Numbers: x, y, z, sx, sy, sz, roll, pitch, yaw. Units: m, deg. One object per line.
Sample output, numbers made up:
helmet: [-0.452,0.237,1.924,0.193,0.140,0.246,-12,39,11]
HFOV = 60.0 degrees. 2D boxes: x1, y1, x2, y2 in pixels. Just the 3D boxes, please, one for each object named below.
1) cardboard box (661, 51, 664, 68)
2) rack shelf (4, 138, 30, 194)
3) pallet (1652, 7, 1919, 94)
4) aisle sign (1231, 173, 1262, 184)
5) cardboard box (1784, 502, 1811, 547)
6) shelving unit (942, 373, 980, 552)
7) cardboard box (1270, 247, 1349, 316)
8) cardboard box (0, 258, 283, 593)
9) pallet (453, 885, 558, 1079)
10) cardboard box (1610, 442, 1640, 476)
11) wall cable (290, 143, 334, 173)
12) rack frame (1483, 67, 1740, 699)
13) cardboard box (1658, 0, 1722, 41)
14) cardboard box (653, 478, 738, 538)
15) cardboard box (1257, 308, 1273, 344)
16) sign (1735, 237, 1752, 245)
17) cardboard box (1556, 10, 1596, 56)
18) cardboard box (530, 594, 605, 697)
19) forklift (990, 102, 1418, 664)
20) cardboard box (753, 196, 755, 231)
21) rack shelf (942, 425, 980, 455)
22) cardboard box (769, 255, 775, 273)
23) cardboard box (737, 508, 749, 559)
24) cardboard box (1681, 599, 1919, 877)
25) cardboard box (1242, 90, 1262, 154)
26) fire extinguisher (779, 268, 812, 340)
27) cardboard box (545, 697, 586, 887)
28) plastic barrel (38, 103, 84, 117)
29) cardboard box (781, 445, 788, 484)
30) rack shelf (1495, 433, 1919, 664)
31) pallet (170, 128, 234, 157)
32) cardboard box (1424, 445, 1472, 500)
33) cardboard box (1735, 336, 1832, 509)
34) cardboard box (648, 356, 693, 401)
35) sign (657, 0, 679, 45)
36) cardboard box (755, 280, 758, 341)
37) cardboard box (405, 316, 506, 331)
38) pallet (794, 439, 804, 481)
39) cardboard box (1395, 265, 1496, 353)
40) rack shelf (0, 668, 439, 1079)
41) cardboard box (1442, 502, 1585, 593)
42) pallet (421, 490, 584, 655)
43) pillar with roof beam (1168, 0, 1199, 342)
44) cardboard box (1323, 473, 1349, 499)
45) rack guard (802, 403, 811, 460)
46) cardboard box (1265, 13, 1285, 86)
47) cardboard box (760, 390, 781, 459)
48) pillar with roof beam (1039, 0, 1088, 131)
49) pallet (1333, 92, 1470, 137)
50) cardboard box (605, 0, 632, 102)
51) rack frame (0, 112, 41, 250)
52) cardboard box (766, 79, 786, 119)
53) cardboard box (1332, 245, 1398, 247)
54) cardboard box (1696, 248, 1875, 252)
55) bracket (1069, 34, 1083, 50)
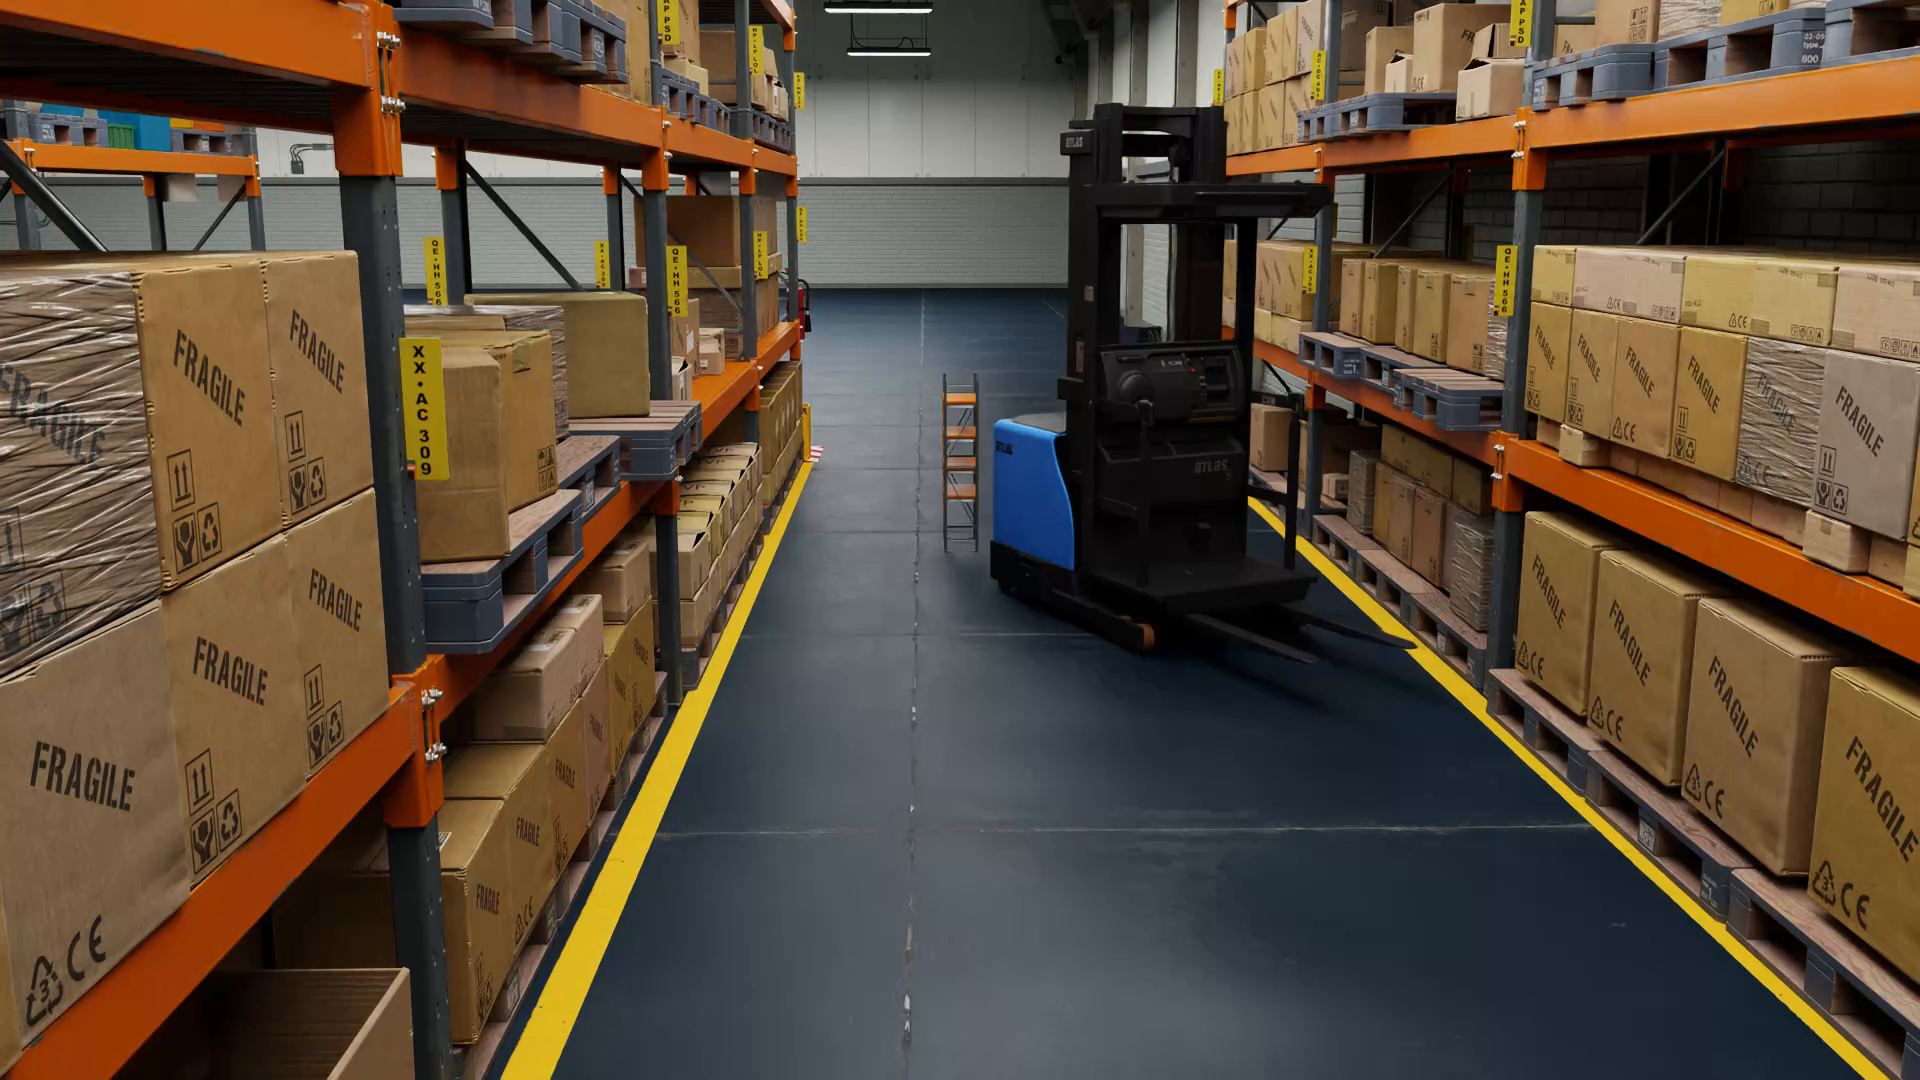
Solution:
cardboard box: [-1.961,-2.683,9.518,0.500,0.250,0.500,-1,12,-6]
rack shelf: [-6.851,-2.162,9.435,1.077,0.370,4.000,0,11,-1]
pallet: [3.188,-1.715,5.898,1.003,0.211,1.213,0,11,1]
aisle sign: [2.629,-3.565,15.547,0.394,0.787,0.004,0,11,-1]
cardboard box: [2.896,-0.048,5.332,0.380,0.149,0.250,0,11,-1]
shelving unit: [0.003,-0.555,11.778,0.258,1.200,0.503,0,11,-1]
cardboard box: [2.678,-1.978,12.706,0.500,0.500,0.500,0,11,-1]
cardboard box: [-1.492,-0.209,2.778,0.500,0.500,0.500,0,11,-2]
pallet: [-1.829,1.334,4.953,1.003,0.211,1.213,0,11,-1]
cardboard box: [2.917,-0.355,6.845,0.380,0.149,0.250,0,11,-2]
wall cable: [-17.551,-13.210,45.985,2.305,6.003,0.169,0,11,-1]
rack frame: [3.096,-0.687,7.903,1.000,3.000,0.127,0,11,-1]
cardboard box: [3.227,-2.221,6.559,0.700,0.500,0.500,-1,12,-4]
cardboard box: [-1.613,-0.213,10.012,0.500,0.311,0.500,0,11,-2]
cardboard box: [2.672,-1.711,13.274,0.500,0.250,0.500,0,11,-1]
sign: [3.651,-1.258,7.802,0.100,0.325,0.005,0,11,-1]
cardboard box: [3.311,-2.360,8.303,0.500,0.500,0.500,0,11,-1]
cardboard box: [-1.572,0.375,5.960,0.500,0.250,0.500,0,11,-2]
forklift: [1.308,-0.922,9.234,1.130,2.935,3.031,-6,13,-26]
cardboard box: [-1.976,-2.434,12.999,0.700,0.500,0.500,0,11,-1]
rack shelf: [0.003,-0.708,11.747,0.258,0.148,0.480,0,11,-1]
cardboard box: [-1.809,-2.395,14.439,0.380,0.149,0.250,0,11,0]
cardboard box: [-1.621,-0.036,10.552,0.500,0.250,0.500,0,11,0]
cardboard box: [3.014,0.650,5.660,0.750,0.750,0.750,0,11,1]
cardboard box: [2.678,-3.529,14.063,0.500,0.500,0.500,0,11,1]
fire extinguisher: [-1.560,-2.244,15.770,0.296,0.674,0.183,0,11,-1]
cardboard box: [-1.566,0.836,5.575,0.500,0.500,0.500,0,11,0]
plastic barrel: [-6.805,-3.562,12.209,0.600,0.901,0.708,0,11,-1]
cardboard box: [-1.656,-0.612,13.390,0.500,0.250,0.500,0,11,-1]
rack shelf: [3.137,0.063,6.014,1.077,0.370,4.000,0,11,-1]
pallet: [-7.055,-3.450,14.449,1.003,0.211,1.213,0,11,-1]
cardboard box: [3.064,-0.404,9.801,0.500,0.250,0.500,0,11,-1]
cardboard box: [2.895,-0.389,5.381,0.500,0.500,0.500,0,11,-1]
cardboard box: [-1.682,-0.801,8.688,0.500,0.311,0.500,0,11,-2]
sign: [-1.314,-2.391,7.458,0.100,0.325,0.005,0,11,-1]
cardboard box: [-1.979,-1.803,13.151,0.700,0.500,0.500,0,11,0]
cardboard box: [-1.872,-0.477,5.557,0.700,0.500,0.500,-3,12,-16]
pallet: [-1.964,-0.738,15.166,1.003,0.211,1.213,0,11,-1]
cardboard box: [3.039,-1.404,10.077,0.700,0.500,0.500,1,12,7]
rack shelf: [-1.733,0.879,1.991,1.077,0.370,4.000,0,11,-1]
cardboard box: [3.134,0.076,9.319,0.700,0.500,0.500,0,11,-1]
pallet: [-1.682,0.064,4.684,1.003,0.211,1.213,0,11,-1]
pillar with roof beam: [-0.742,-7.450,26.147,9.100,9.000,0.400,0,11,-1]
cardboard box: [2.972,-0.416,12.583,0.380,0.166,0.250,-2,12,-9]
rack guard: [-2.023,-1.036,15.909,1.175,0.500,0.348,0,11,-1]
cardboard box: [2.689,-3.812,12.946,0.500,0.500,0.500,-1,11,-3]
cardboard box: [-1.654,-0.880,12.825,0.500,0.500,0.500,0,11,-1]
pillar with roof beam: [-1.114,-11.028,43.784,9.100,9.000,0.548,0,11,-1]
pallet: [2.944,-2.531,9.919,1.213,0.211,1.003,0,11,-1]
cardboard box: [-1.804,-1.997,6.564,0.910,0.500,0.500,0,11,-1]
rack frame: [-6.892,-1.442,11.621,1.000,3.000,0.127,0,11,-1]
cardboard box: [-1.723,-3.619,13.624,0.500,0.311,0.500,1,12,6]
cardboard box: [3.200,-2.082,13.220,0.500,0.500,0.500,0,11,0]
cardboard box: [3.372,-1.067,6.840,0.500,0.250,0.500,-1,11,-3]
bracket: [2.897,-12.213,40.575,0.076,0.066,4.783,0,11,-1]
